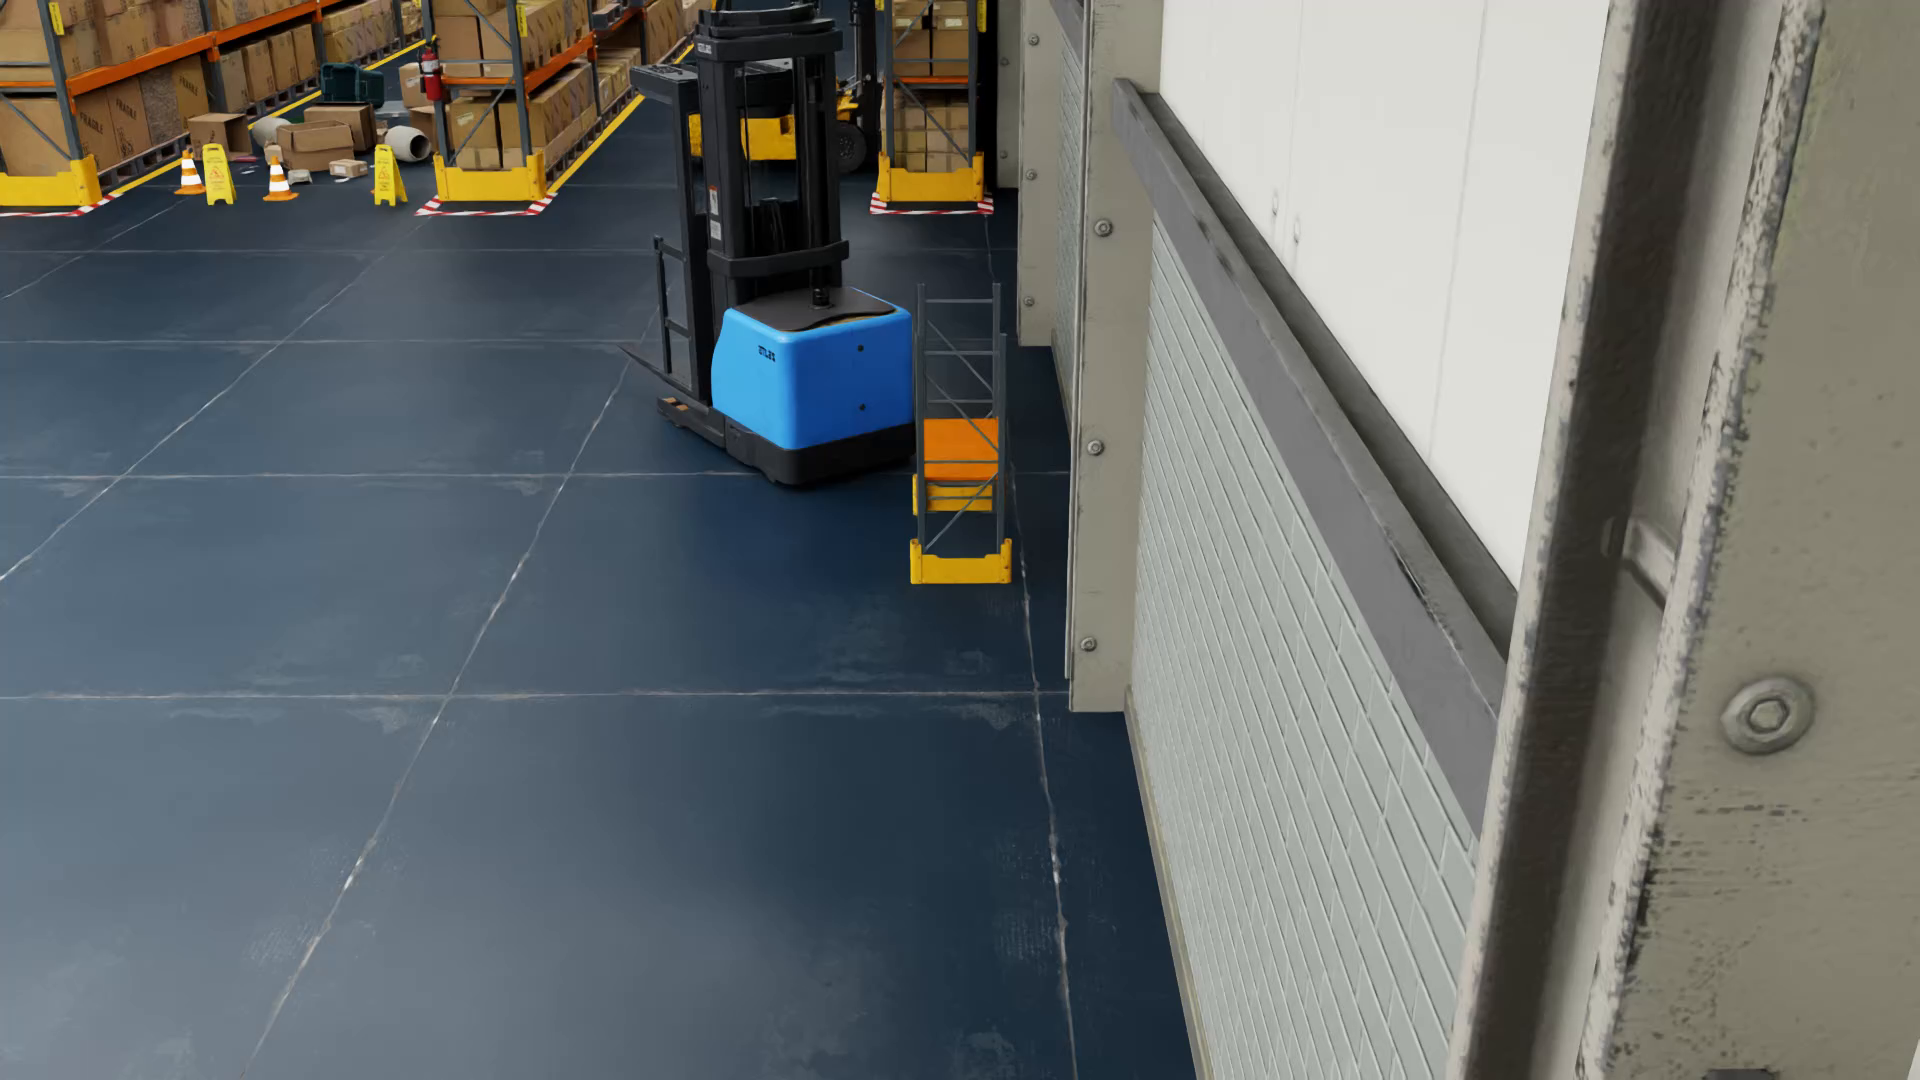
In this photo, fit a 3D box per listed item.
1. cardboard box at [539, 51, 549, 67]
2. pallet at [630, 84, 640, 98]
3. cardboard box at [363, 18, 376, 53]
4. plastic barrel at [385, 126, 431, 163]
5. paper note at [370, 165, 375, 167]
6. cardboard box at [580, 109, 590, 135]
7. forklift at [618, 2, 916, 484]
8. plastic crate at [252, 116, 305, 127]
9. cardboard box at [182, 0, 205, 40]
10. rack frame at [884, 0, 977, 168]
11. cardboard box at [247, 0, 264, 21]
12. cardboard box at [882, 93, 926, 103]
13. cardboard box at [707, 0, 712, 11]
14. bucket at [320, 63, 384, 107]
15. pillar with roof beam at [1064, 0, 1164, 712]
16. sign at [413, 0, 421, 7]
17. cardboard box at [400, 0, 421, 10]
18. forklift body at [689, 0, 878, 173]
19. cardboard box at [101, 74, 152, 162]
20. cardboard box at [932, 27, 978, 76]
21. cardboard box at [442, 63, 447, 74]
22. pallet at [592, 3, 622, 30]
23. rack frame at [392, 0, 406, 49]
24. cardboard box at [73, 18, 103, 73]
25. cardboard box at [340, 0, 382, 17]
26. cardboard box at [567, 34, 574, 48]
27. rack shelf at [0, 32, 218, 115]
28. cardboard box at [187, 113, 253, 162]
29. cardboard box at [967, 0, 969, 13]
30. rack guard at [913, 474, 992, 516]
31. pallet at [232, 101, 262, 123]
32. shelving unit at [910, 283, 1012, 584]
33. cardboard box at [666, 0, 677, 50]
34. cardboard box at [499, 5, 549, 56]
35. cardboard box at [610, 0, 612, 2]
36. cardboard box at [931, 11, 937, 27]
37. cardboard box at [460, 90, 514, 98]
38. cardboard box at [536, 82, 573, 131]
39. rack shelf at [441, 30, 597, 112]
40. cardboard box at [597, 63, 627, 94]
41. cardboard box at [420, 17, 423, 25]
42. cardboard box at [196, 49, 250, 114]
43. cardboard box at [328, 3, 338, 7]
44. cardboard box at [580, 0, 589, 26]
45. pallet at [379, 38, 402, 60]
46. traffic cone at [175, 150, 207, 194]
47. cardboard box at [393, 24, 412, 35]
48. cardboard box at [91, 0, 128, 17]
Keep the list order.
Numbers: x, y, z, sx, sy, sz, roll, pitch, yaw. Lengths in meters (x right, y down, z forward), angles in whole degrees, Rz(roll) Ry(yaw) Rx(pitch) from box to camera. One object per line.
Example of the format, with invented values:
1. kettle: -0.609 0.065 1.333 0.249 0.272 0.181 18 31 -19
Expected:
1. cardboard box: -4.977 -5.562 19.214 0.380 0.149 0.250 0 24 0
2. pallet: -5.364 -6.922 25.298 1.003 0.211 1.213 0 24 -1
3. cardboard box: -10.097 -8.424 27.760 0.500 0.500 0.500 -1 24 -2
4. plastic barrel: -6.821 -4.888 20.544 0.512 0.421 0.421 19 30 35
5. paper note: -7.144 -4.591 20.377 0.148 0.019 0.142 8 26 18
6. cardboard box: -5.037 -5.343 21.250 0.500 0.250 0.500 -1 24 -2
7. forklift: -1.558 -2.250 11.668 1.130 2.935 3.031 -16 29 -32
8. plastic crate: -8.965 -5.481 22.072 0.450 0.188 0.662 3 22 31
9. cardboard box: -10.261 -6.718 21.283 0.875 0.550 0.550 0 24 -1
10. rack frame: -0.321 -5.241 18.199 1.000 3.000 0.127 0 24 -1
11. cardboard box: -10.022 -7.480 23.026 0.500 0.500 0.500 0 24 -1
12. cardboard box: -0.649 -5.034 19.355 0.500 0.250 0.500 0 24 0
13. cardboard box: -5.352 -10.563 32.565 0.875 0.438 0.875 -1 24 -2
14. bucket: -7.970 -5.957 21.910 0.726 0.611 0.620 8 16 18
15. pillar with roof beam: -3.601 -3.302 6.630 9.100 9.000 0.400 0 24 -1
16. sign: -5.839 -5.895 17.855 0.100 0.325 0.005 0 24 -1
17. cardboard box: -10.103 -9.835 30.584 0.380 0.149 0.250 0 24 1
18. forklift body: -2.166 -5.628 20.084 2.313 2.155 1.214 0 24 -1
19. cardboard box: -10.318 -5.019 19.775 0.875 0.875 0.875 -1 24 -1
20. cardboard box: -0.049 -5.492 18.633 0.500 0.500 0.500 1 24 1
21. cardboard box: -5.616 -5.360 18.766 0.380 0.149 0.250 -1 24 -1
22. pallet: -5.191 -7.094 22.528 1.003 0.211 1.213 0 24 -1
23. rack frame: -10.364 -10.098 28.938 1.000 3.000 0.127 0 24 -1
24. cardboard box: -10.310 -5.601 18.813 0.875 0.550 0.550 0 24 -1
25. cardboard box: -10.111 -8.975 28.068 0.500 0.250 0.500 1 24 2
26. cardboard box: -5.005 -6.202 20.627 0.380 0.149 0.250 -1 24 -1
27. rack shelf: -10.255 -5.650 19.976 1.077 0.370 4.000 0 24 -1
28. cardboard box: -9.233 -5.029 20.760 0.500 0.500 0.500 4 25 9
29. cardboard box: -0.051 -5.967 18.535 0.380 0.149 0.250 1 24 1
30. rack guard: -0.005 -0.288 10.583 0.587 0.250 0.087 0 24 -1
31. pallet: -10.360 -5.849 22.926 1.003 0.211 1.213 0 24 -1
32. shelving unit: 0.001 -0.652 9.871 0.587 1.500 1.083 0 24 -1
33. cardboard box: -5.311 -8.758 28.044 0.875 0.875 0.875 0 24 1
34. cardboard box: -5.021 -5.809 18.971 0.500 0.500 0.500 0 24 1
35. cardboard box: -5.053 -7.599 23.208 0.380 0.149 0.250 0 24 0
36. cardboard box: -0.132 -5.825 18.581 0.380 0.149 0.250 0 24 -1
37. cardboard box: -5.563 -5.042 19.675 0.500 0.500 0.500 1 24 1
38. cardboard box: -5.025 -5.263 20.165 0.500 0.500 0.500 0 24 0
39. rack shelf: -5.306 -5.714 20.117 1.077 0.370 4.000 0 24 -1
40. cardboard box: -5.357 -6.659 24.012 0.950 0.372 0.625 1 24 1
41. cardboard box: -10.101 -9.677 30.956 0.380 0.149 0.250 -1 24 -2
42. cardboard box: -10.373 -6.224 22.591 1.050 0.750 0.750 0 24 -1
43. cardboard box: -10.610 -8.757 27.587 0.500 0.250 0.500 1 24 1
44. cardboard box: -5.074 -6.865 21.306 0.500 0.500 0.500 -1 24 -2
45. pallet: -10.354 -8.507 28.804 1.003 0.211 1.213 0 24 -1
46. traffic cone: -8.819 -4.223 19.026 0.336 0.463 0.334 0 24 -1
47. cardboard box: -10.047 -9.142 29.774 0.380 0.149 0.250 -1 24 -3
48. cardboard box: -10.167 -6.325 19.102 0.875 0.550 0.550 0 24 -1
